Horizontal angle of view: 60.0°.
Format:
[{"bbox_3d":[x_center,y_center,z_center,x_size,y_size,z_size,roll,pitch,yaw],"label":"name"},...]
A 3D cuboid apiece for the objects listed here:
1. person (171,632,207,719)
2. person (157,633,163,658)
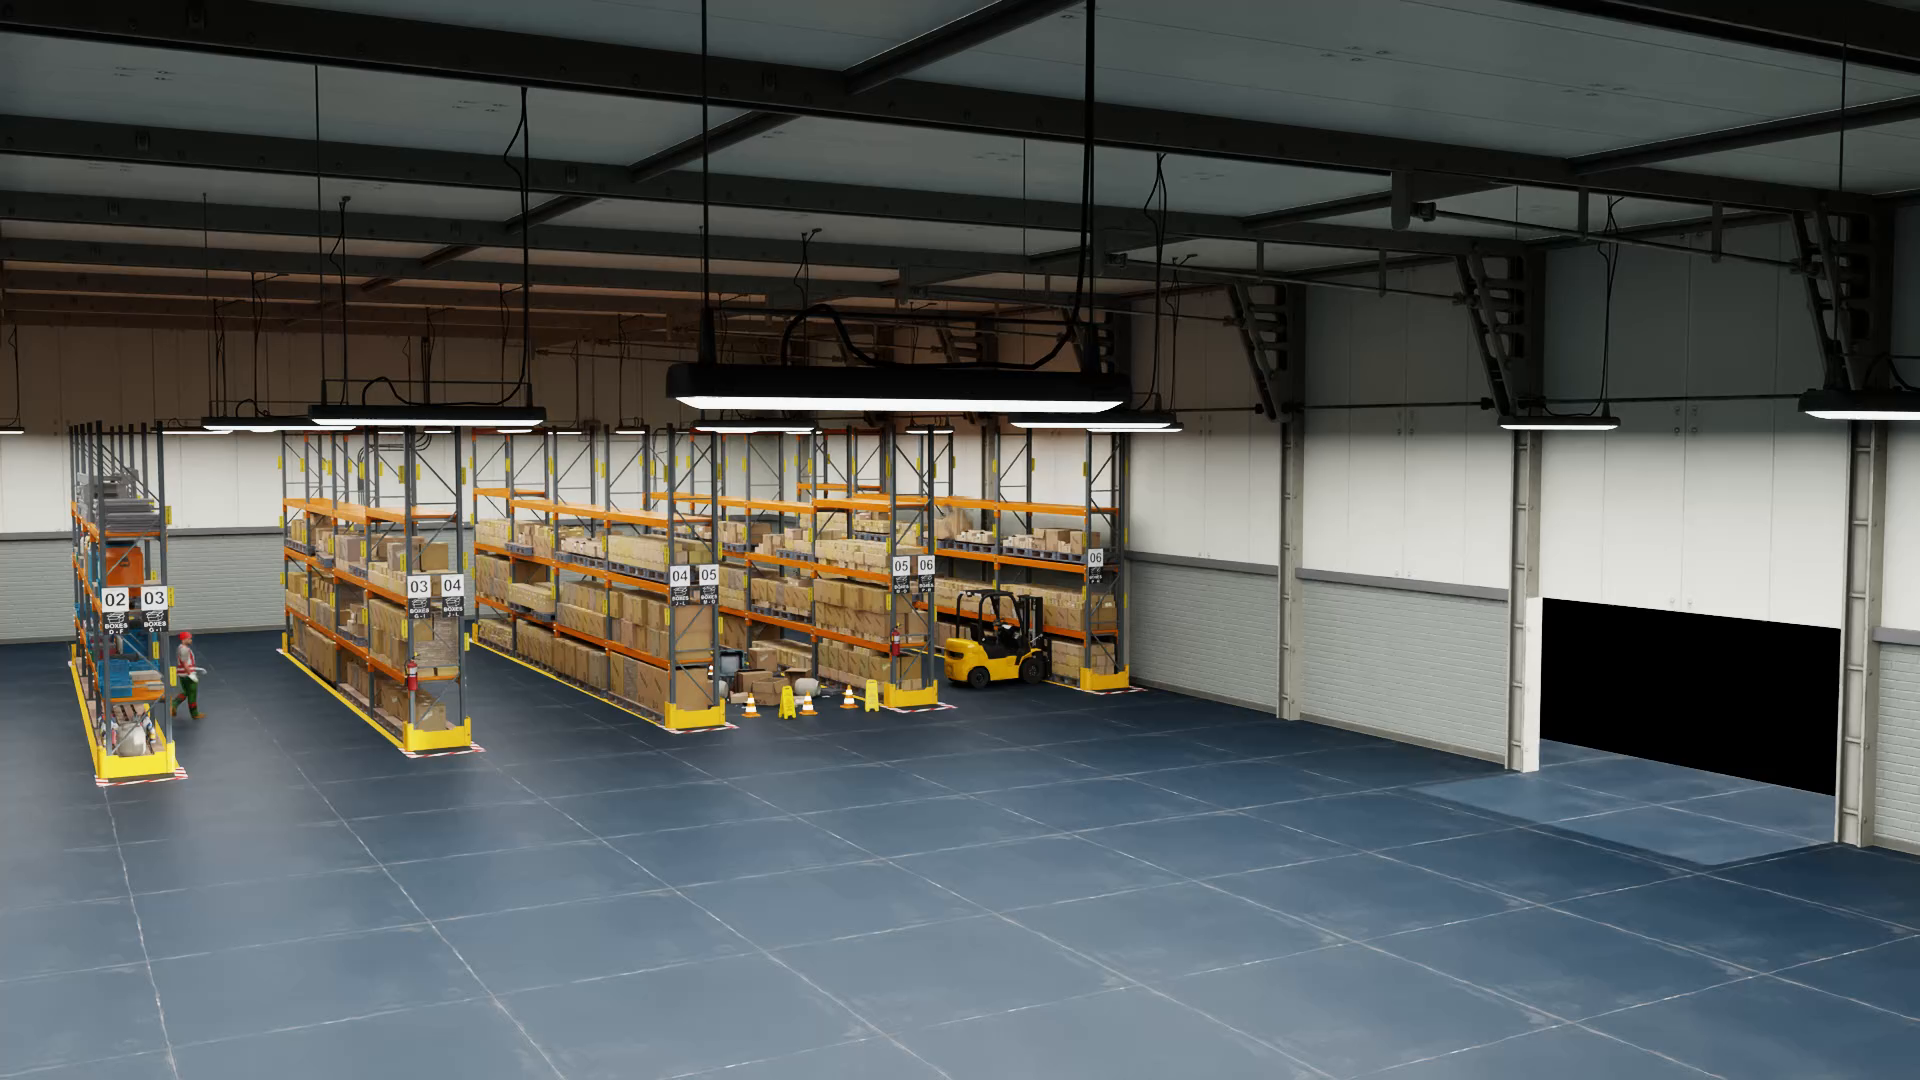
[{"bbox_3d":[-15.621,2.743,33.699,0.567,1.791,0.760,3,5,40],"label":"person"},{"bbox_3d":[-20.873,2.253,43.156,0.409,1.609,0.950,-3,5,-43],"label":"person"}]
